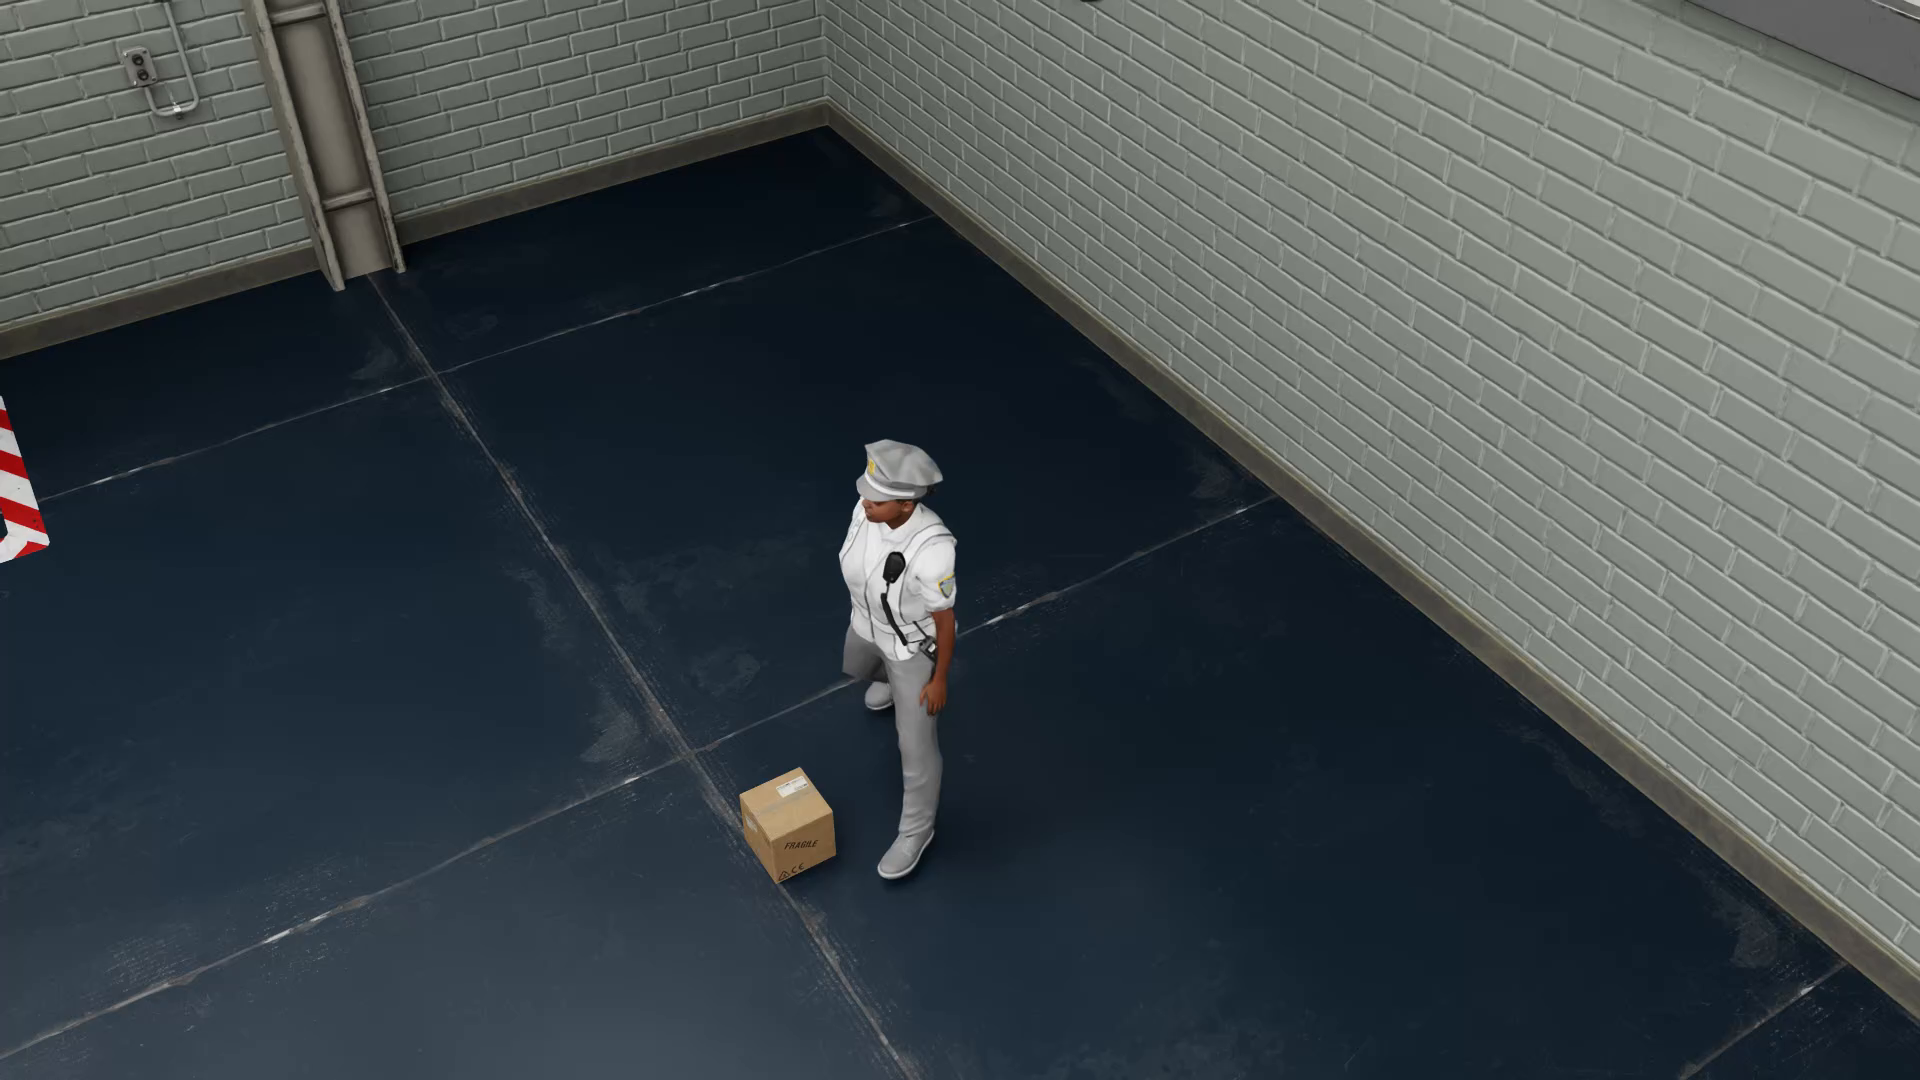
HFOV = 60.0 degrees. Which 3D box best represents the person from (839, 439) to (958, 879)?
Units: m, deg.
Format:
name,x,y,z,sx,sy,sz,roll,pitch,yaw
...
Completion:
name,x,y,z,sx,sy,sz,roll,pitch,yaw
person,-0.233,0.277,5.811,0.724,1.671,0.763,-30,49,-30
